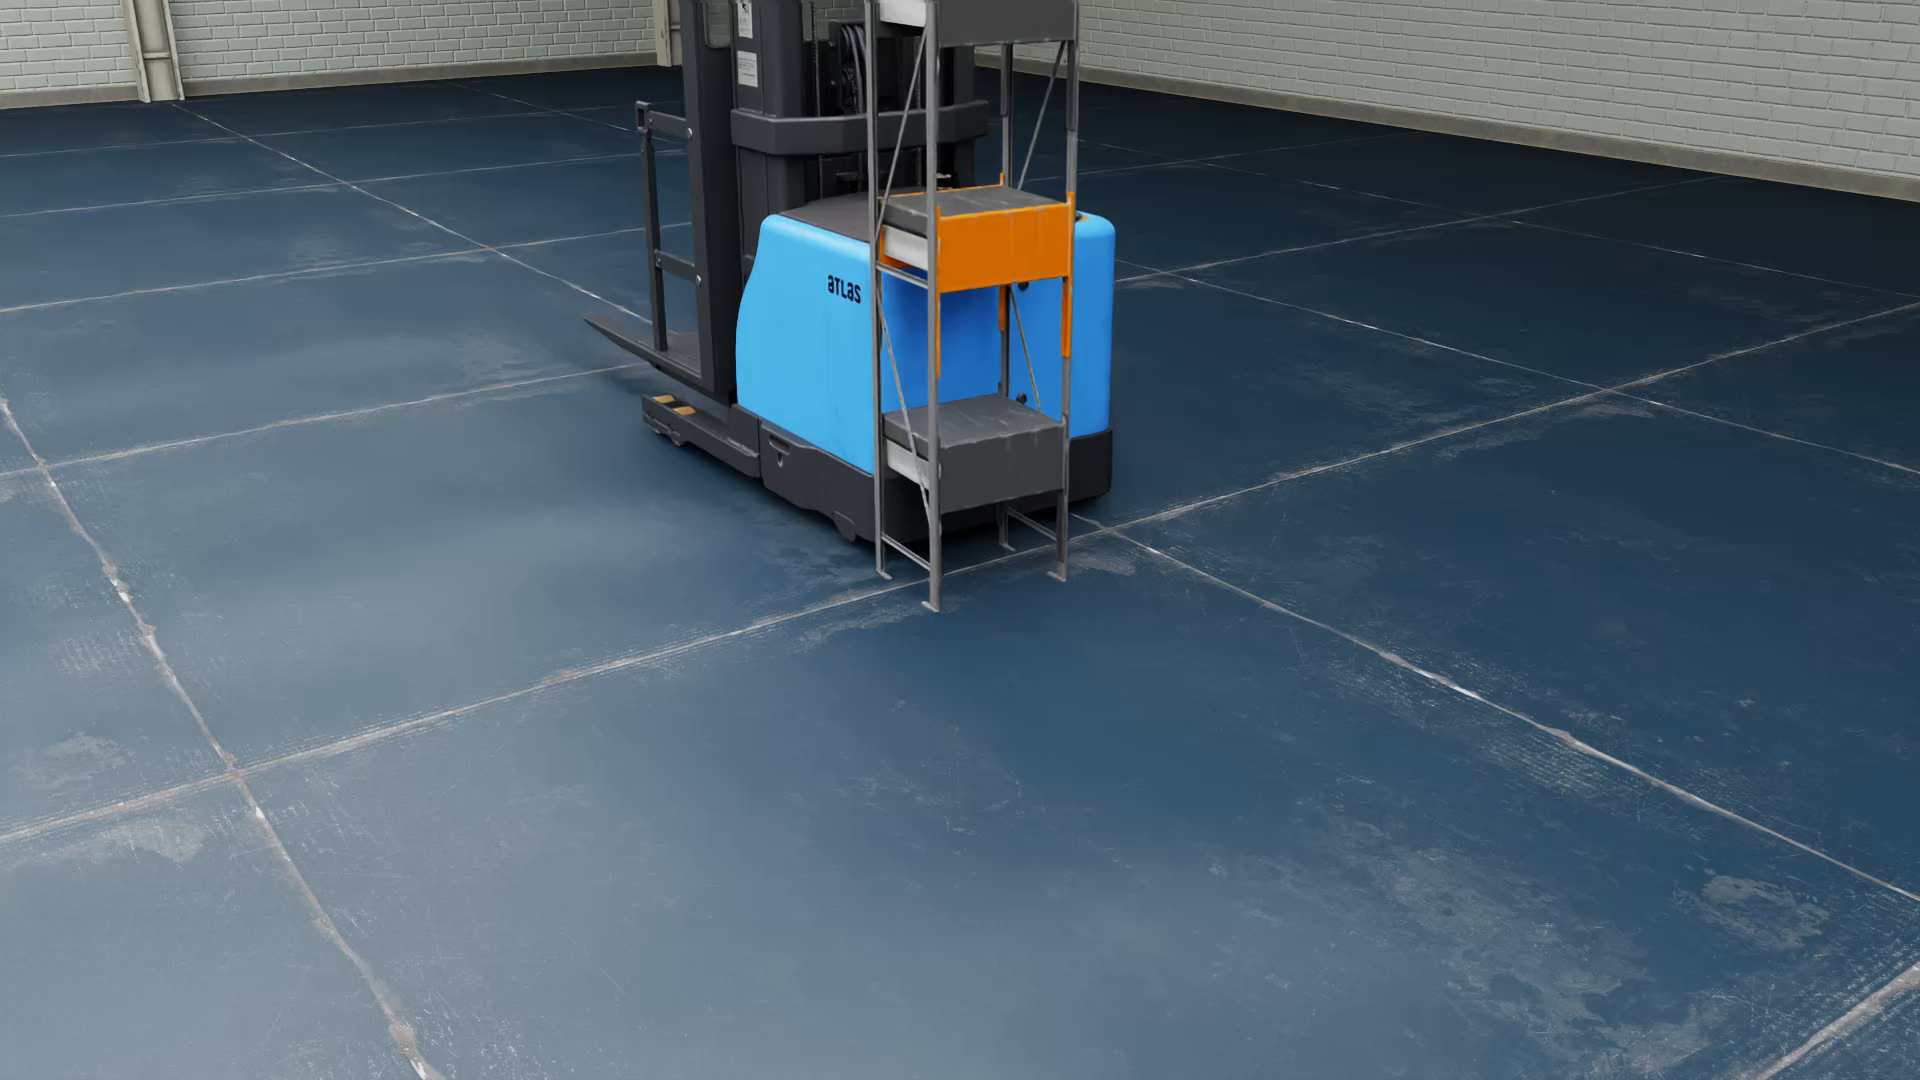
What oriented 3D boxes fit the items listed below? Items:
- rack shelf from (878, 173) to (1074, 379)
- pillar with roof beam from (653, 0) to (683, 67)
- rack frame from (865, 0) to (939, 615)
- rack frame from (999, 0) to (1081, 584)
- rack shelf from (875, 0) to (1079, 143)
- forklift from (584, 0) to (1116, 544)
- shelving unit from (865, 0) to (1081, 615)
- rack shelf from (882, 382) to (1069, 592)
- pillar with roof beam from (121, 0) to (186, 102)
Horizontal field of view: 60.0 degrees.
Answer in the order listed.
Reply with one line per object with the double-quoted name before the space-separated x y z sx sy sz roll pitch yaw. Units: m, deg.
"rack shelf" 0.035 -0.836 5.194 0.480 0.518 0.431 -12 25 -28
"pillar with roof beam" -1.031 -8.829 15.881 0.400 9.000 9.100 -15 26 -33
"rack frame" -0.174 -0.802 5.073 0.015 2.100 0.400 -12 25 -28
"rack frame" 0.245 -0.894 5.305 0.015 2.100 0.400 -12 25 -28
"rack shelf" 0.035 -1.486 4.935 0.480 0.518 0.431 -12 25 -28
"forklift" -0.682 -1.836 6.543 1.130 2.935 3.031 -14 26 -32
"shelving unit" 0.035 -0.848 5.189 0.503 2.100 0.431 -12 25 -28
"rack shelf" 0.035 -0.185 5.454 0.480 0.518 0.431 -12 25 -28
"pillar with roof beam" -5.902 -7.531 12.626 0.400 9.000 9.100 -15 26 -33
